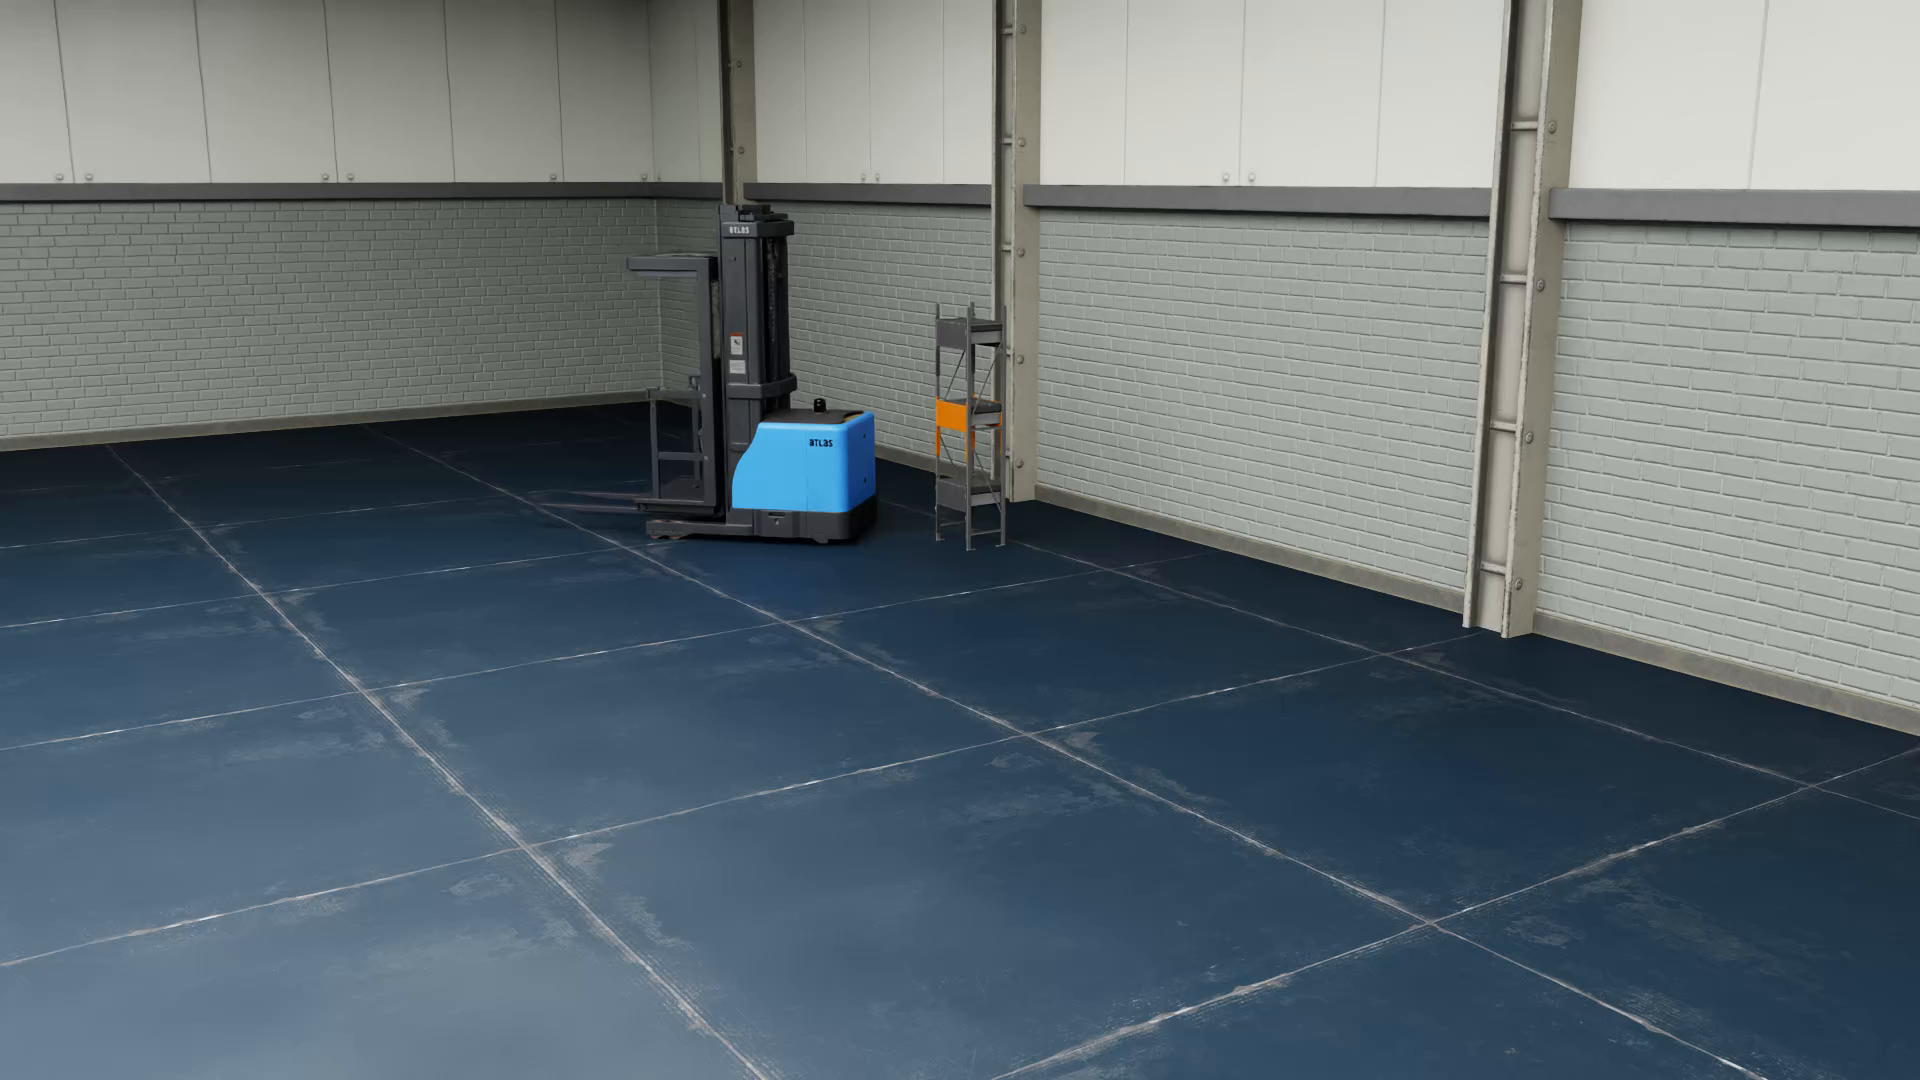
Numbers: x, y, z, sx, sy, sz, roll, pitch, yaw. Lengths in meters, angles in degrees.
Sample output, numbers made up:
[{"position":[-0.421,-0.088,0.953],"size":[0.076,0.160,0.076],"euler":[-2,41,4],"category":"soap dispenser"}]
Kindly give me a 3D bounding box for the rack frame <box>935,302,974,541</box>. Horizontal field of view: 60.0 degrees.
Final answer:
[{"position":[-0.043,-1.040,14.701],"size":[0.400,2.100,0.015],"euler":[-8,15,-33],"category":"rack frame"}]

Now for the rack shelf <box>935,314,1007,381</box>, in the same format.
[{"position":[0.092,-1.667,14.356],"size":[0.431,0.518,0.480],"euler":[-8,15,-33],"category":"rack shelf"}]

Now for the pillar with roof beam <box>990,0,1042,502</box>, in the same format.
[{"position":[-3.042,-4.315,13.529],"size":[9.100,9.000,0.400],"euler":[-8,15,-33],"category":"pillar with roof beam"}]

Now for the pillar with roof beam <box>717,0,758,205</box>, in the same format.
[{"position":[-6.367,-5.382,18.409],"size":[9.100,9.000,0.400],"euler":[-8,15,-33],"category":"pillar with roof beam"}]

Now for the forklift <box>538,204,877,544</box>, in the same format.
[{"position":[-2.342,-1.541,15.049],"size":[3.031,2.935,1.130],"euler":[3,13,12],"category":"forklift"}]

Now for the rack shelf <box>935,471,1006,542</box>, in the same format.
[{"position":[0.092,-0.299,14.655],"size":[0.431,0.518,0.480],"euler":[-8,15,-33],"category":"rack shelf"}]

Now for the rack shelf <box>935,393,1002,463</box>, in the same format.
[{"position":[0.092,-0.983,14.506],"size":[0.431,0.518,0.480],"euler":[-8,15,-33],"category":"rack shelf"}]

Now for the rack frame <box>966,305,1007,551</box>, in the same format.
[{"position":[0.227,-0.953,14.304],"size":[0.400,2.100,0.015],"euler":[-8,15,-33],"category":"rack frame"}]

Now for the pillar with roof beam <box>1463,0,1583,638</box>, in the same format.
[{"position":[0.282,-3.248,8.650],"size":[9.100,9.000,0.400],"euler":[-8,15,-33],"category":"pillar with roof beam"}]

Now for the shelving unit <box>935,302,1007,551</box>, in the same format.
[{"position":[0.092,-0.996,14.503],"size":[0.431,2.100,0.503],"euler":[-8,15,-33],"category":"shelving unit"}]
